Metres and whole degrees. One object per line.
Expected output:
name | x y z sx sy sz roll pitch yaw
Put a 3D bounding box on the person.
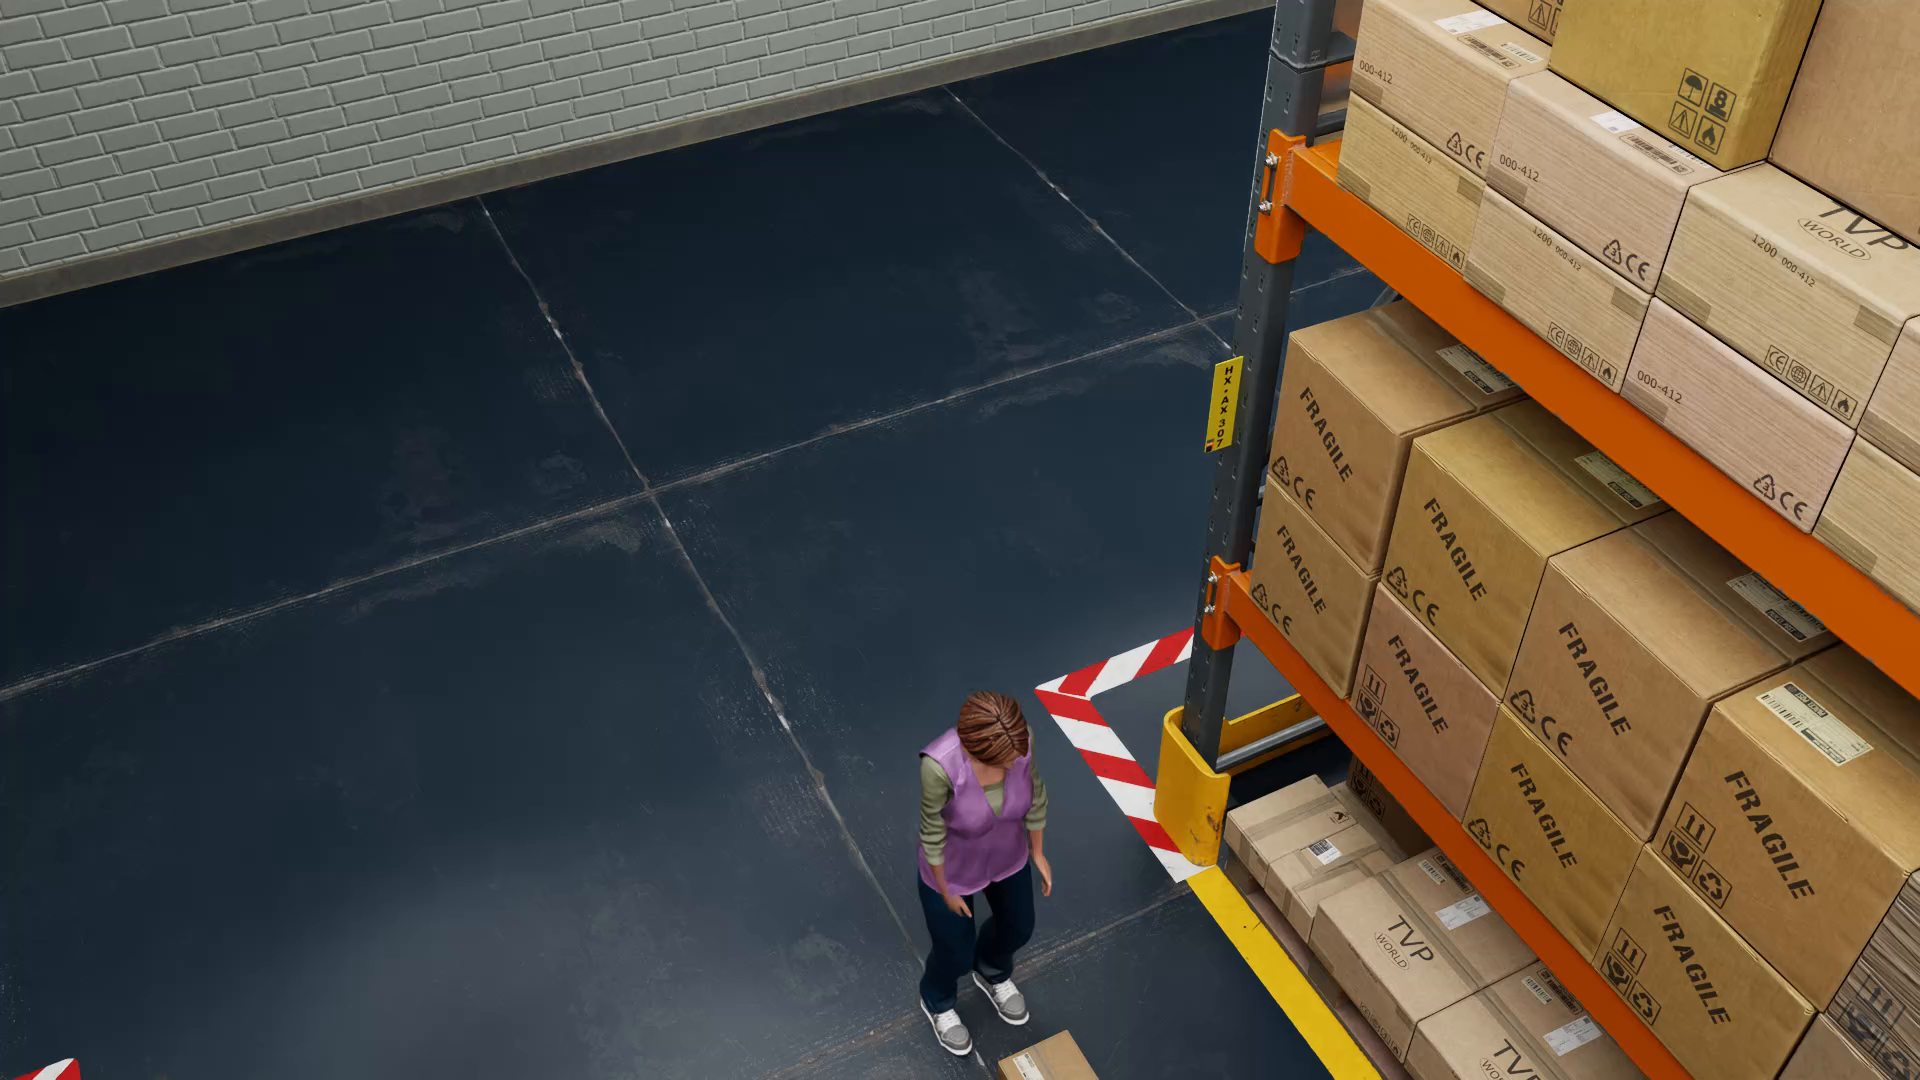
person | 0.068 0.988 5.088 0.420 1.573 0.354 -21 46 -22
